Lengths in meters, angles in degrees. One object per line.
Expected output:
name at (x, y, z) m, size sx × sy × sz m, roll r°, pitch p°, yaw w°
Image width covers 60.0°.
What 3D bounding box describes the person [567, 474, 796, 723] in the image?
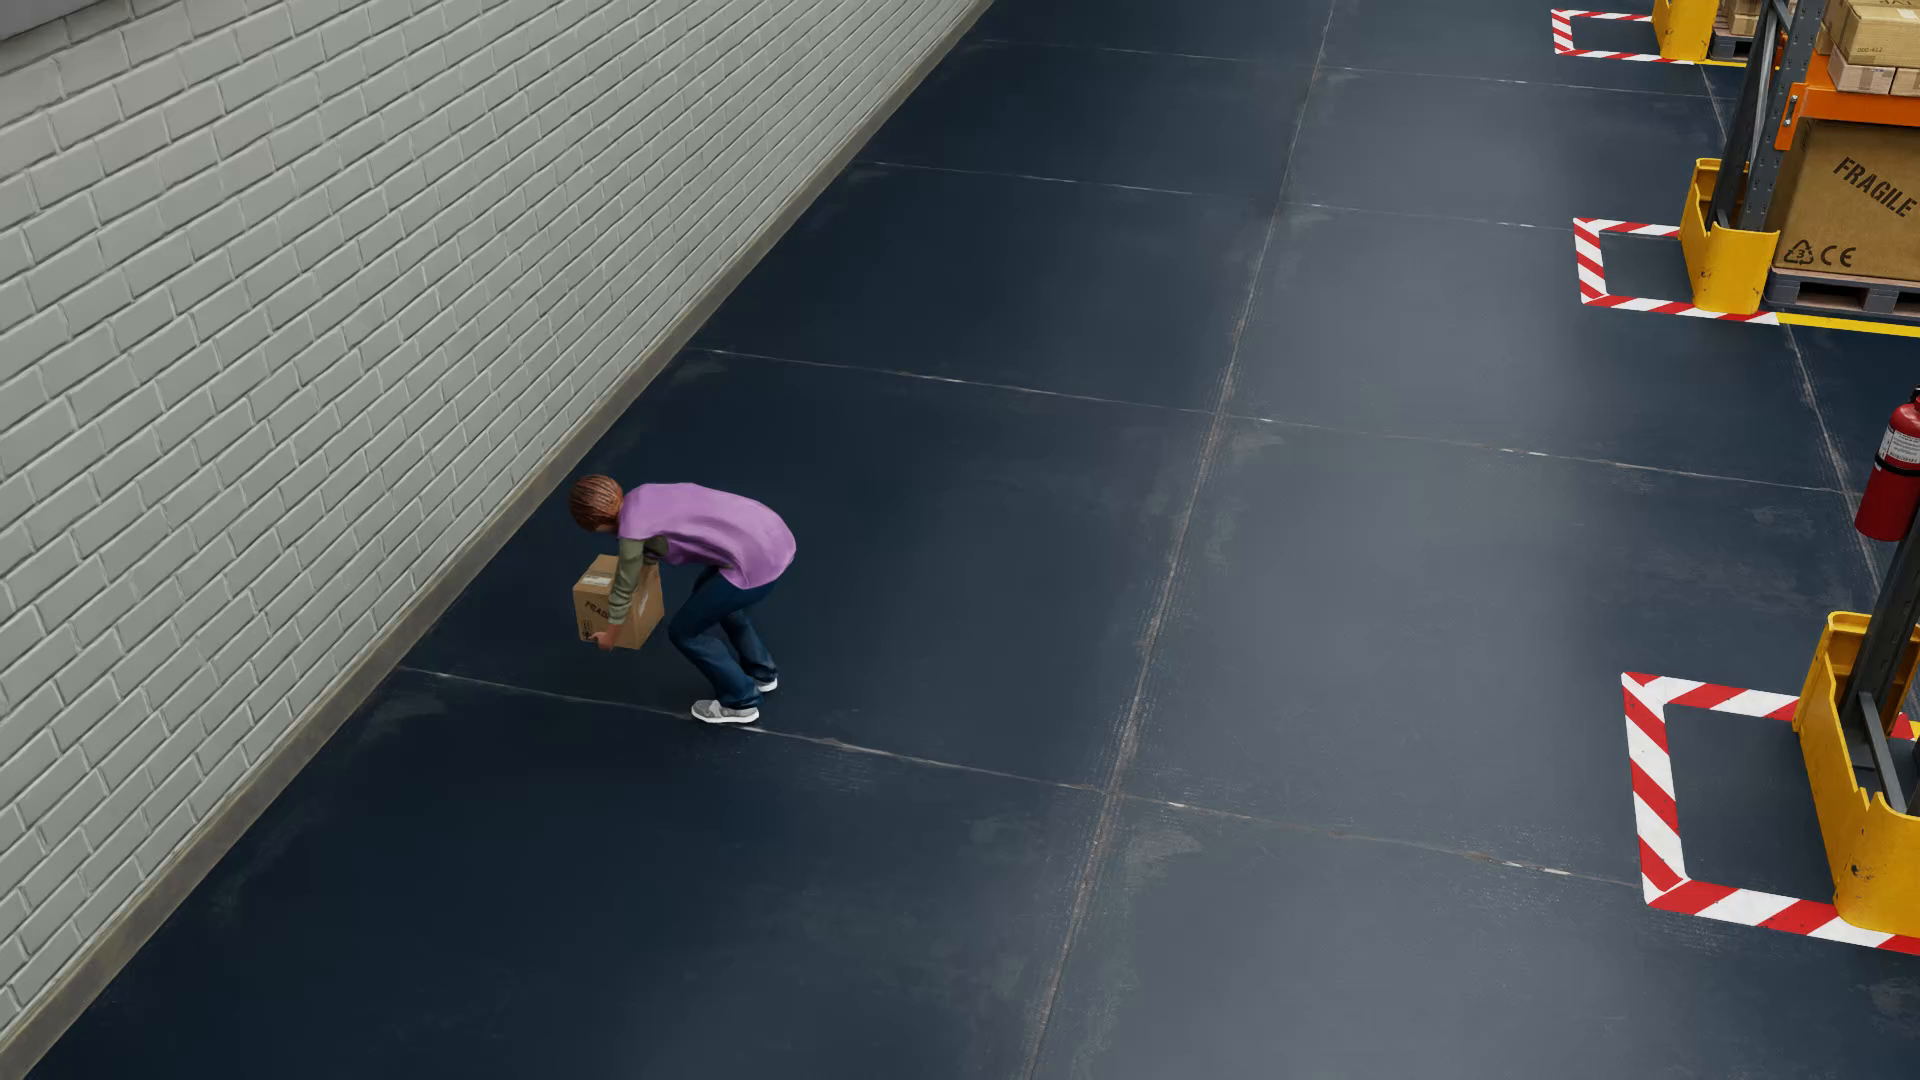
person at (-1.045, 0.215, 6.385) m, size 0.861 × 0.980 × 0.421 m, roll 7°, pitch 34°, yaw 10°
